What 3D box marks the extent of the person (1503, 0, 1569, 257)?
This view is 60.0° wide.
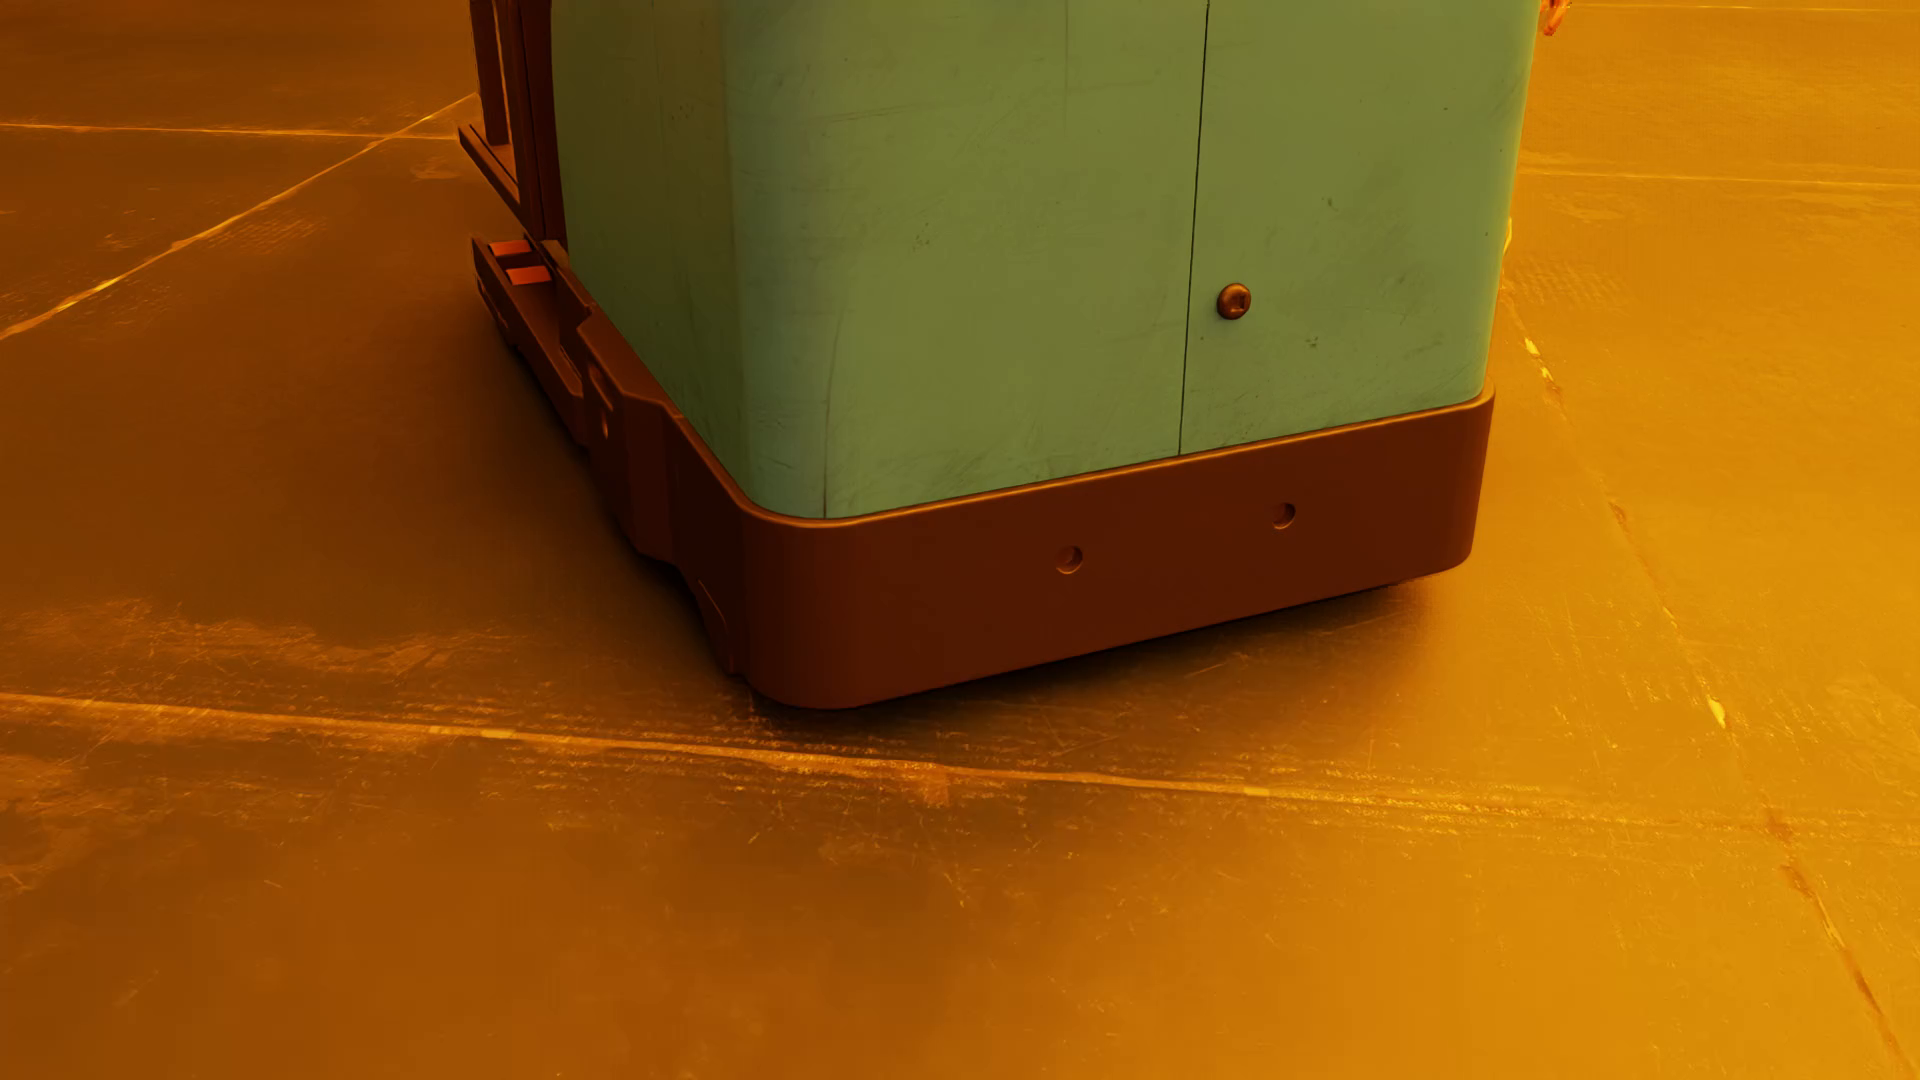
[{"bbox_3d":[0.670,-1.103,3.079,0.916,1.476,1.060,11,29,21],"label":"person"}]

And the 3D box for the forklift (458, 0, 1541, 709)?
[{"bbox_3d":[-0.342,-1.746,2.717,1.130,2.935,3.031,-11,29,-21],"label":"forklift"}]
